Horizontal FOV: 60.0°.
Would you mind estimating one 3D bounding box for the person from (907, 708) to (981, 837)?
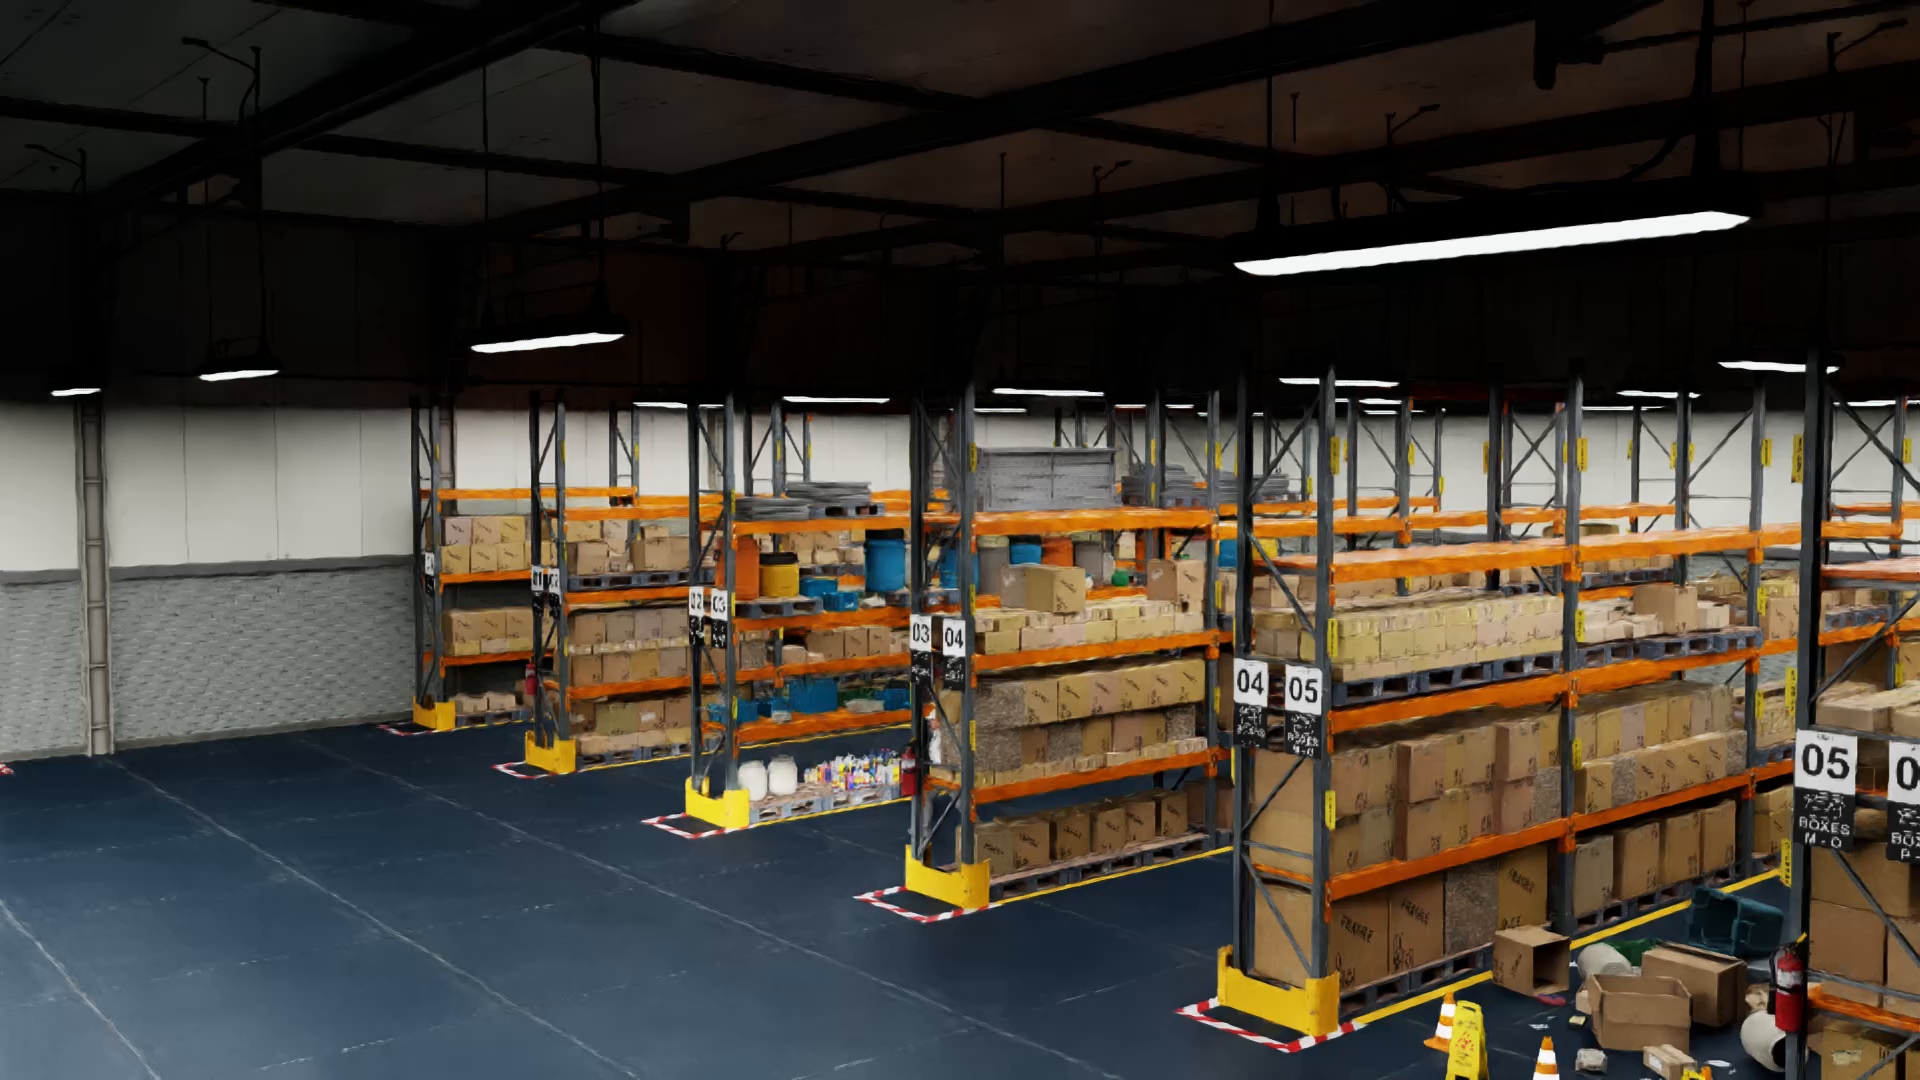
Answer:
[{"bbox_3d":[-0.177,3.034,21.645,0.960,1.724,0.574,-1,4,-18],"label":"person"}]
